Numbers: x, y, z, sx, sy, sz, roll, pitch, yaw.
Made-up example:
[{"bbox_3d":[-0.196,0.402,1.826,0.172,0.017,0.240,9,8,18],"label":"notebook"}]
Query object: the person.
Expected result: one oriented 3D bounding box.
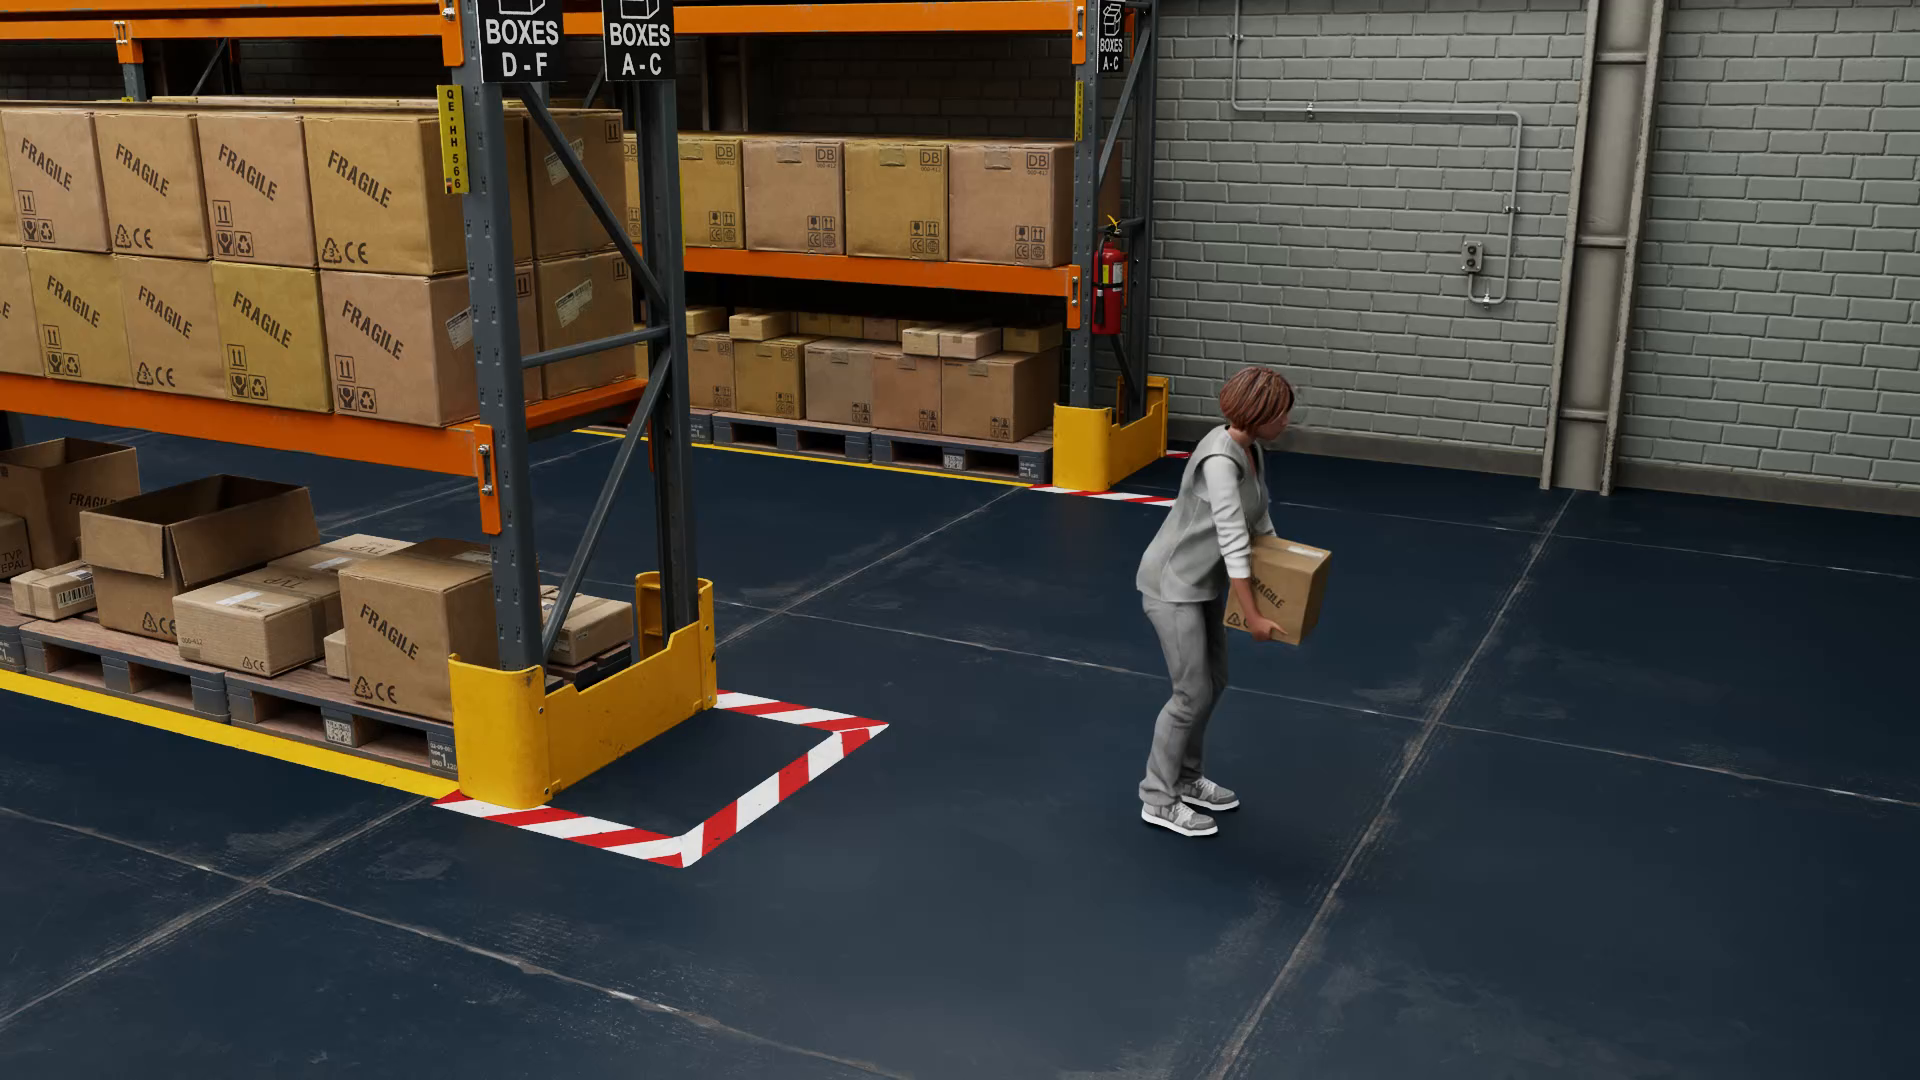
[{"bbox_3d":[0.842,0.192,5.431,0.525,1.577,0.372,8,18,24],"label":"person"}]
